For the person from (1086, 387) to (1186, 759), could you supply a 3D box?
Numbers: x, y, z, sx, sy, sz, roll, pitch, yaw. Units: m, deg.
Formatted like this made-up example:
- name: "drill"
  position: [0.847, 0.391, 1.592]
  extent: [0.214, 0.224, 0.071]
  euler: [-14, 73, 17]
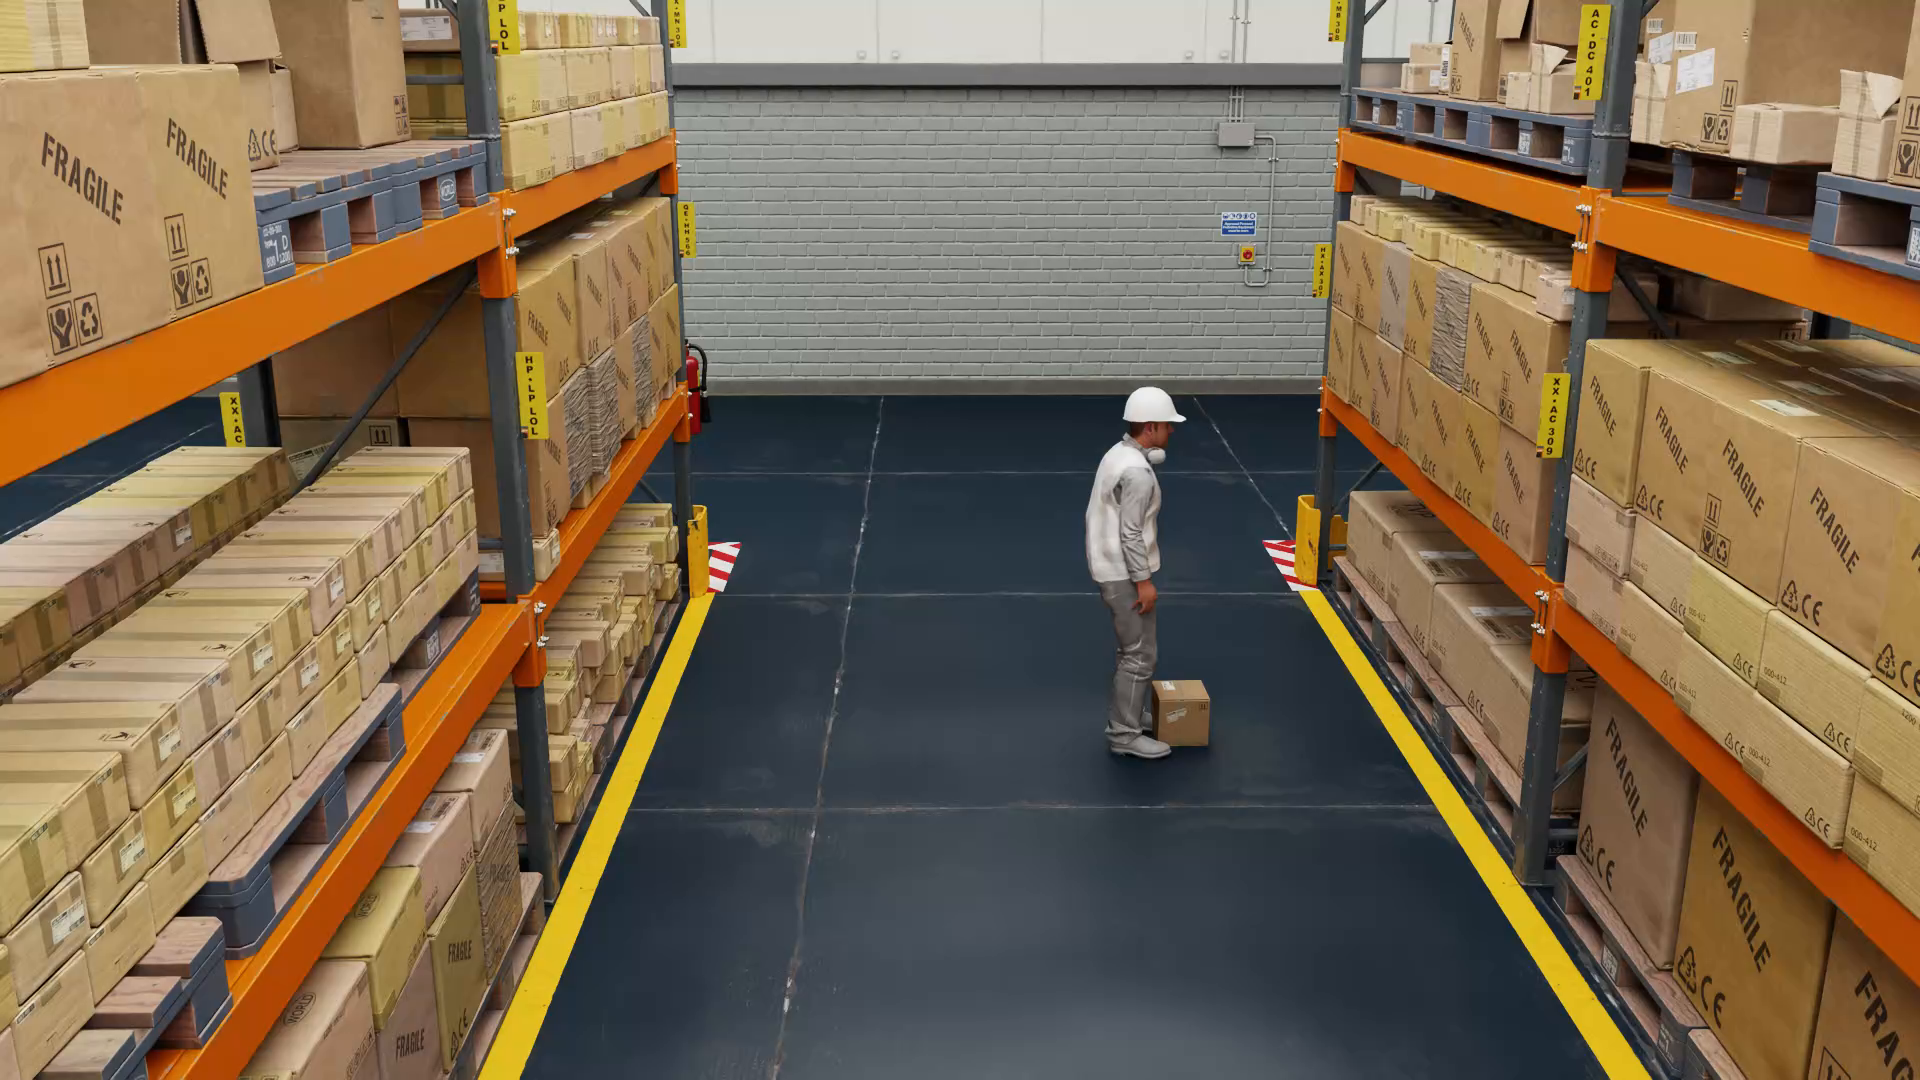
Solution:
- name: "person"
  position: [0.836, 0.139, 8.042]
  extent: [0.463, 1.771, 0.581]
  euler: [0, 17, 0]
